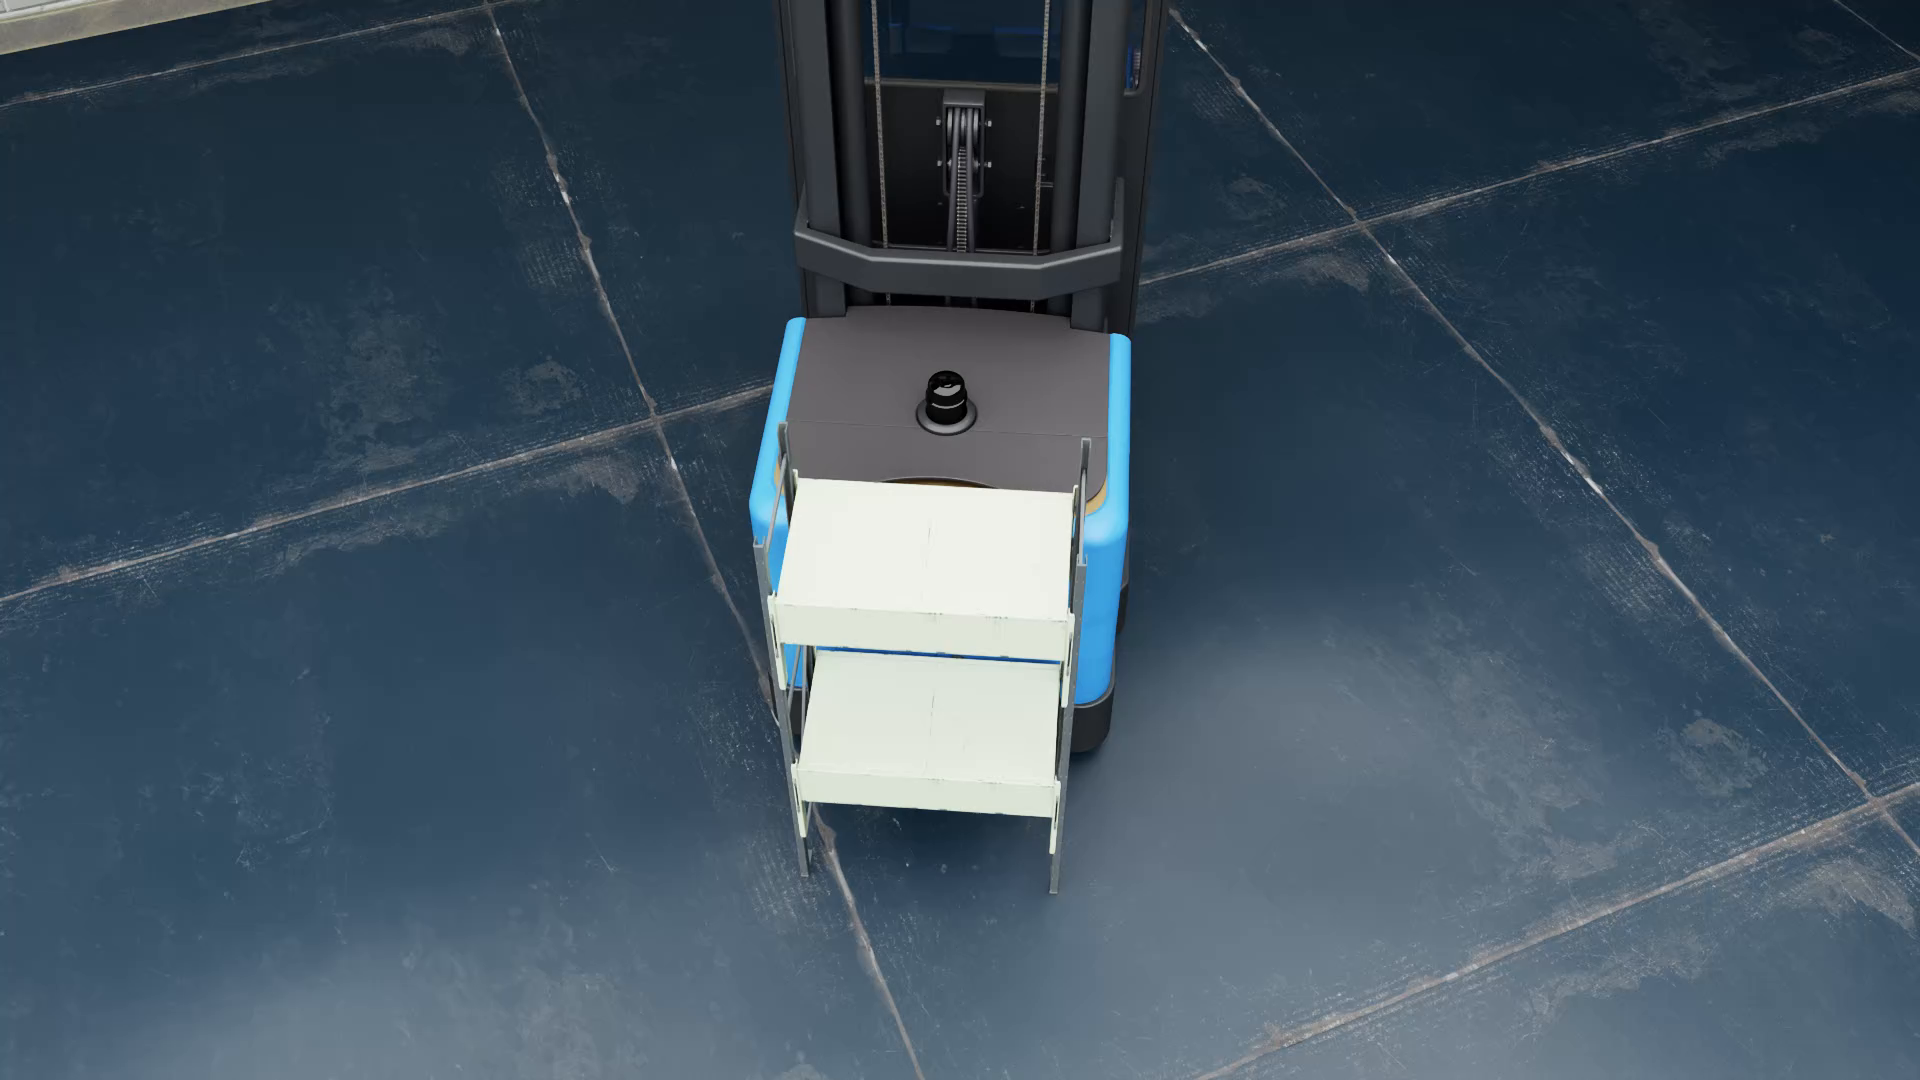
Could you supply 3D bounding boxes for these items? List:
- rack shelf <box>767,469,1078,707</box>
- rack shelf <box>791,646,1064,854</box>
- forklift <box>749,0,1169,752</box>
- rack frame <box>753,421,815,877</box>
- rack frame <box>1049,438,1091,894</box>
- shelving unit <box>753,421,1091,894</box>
[{"bbox_3d":[-0.077,0.120,4.144,0.720,0.370,0.431,3,49,3],"label":"rack shelf"},{"bbox_3d":[-0.077,0.587,4.687,0.720,0.370,0.431,3,49,3],"label":"rack shelf"},{"bbox_3d":[0.047,-1.426,5.043,1.130,2.935,3.031,3,49,3],"label":"forklift"},{"bbox_3d":[-0.442,0.353,4.458,0.023,1.500,0.400,3,49,3],"label":"rack frame"},{"bbox_3d":[0.288,0.395,4.422,0.023,1.500,0.400,3,49,3],"label":"rack frame"},{"bbox_3d":[-0.077,0.374,4.440,0.755,1.500,0.431,3,49,3],"label":"shelving unit"}]
